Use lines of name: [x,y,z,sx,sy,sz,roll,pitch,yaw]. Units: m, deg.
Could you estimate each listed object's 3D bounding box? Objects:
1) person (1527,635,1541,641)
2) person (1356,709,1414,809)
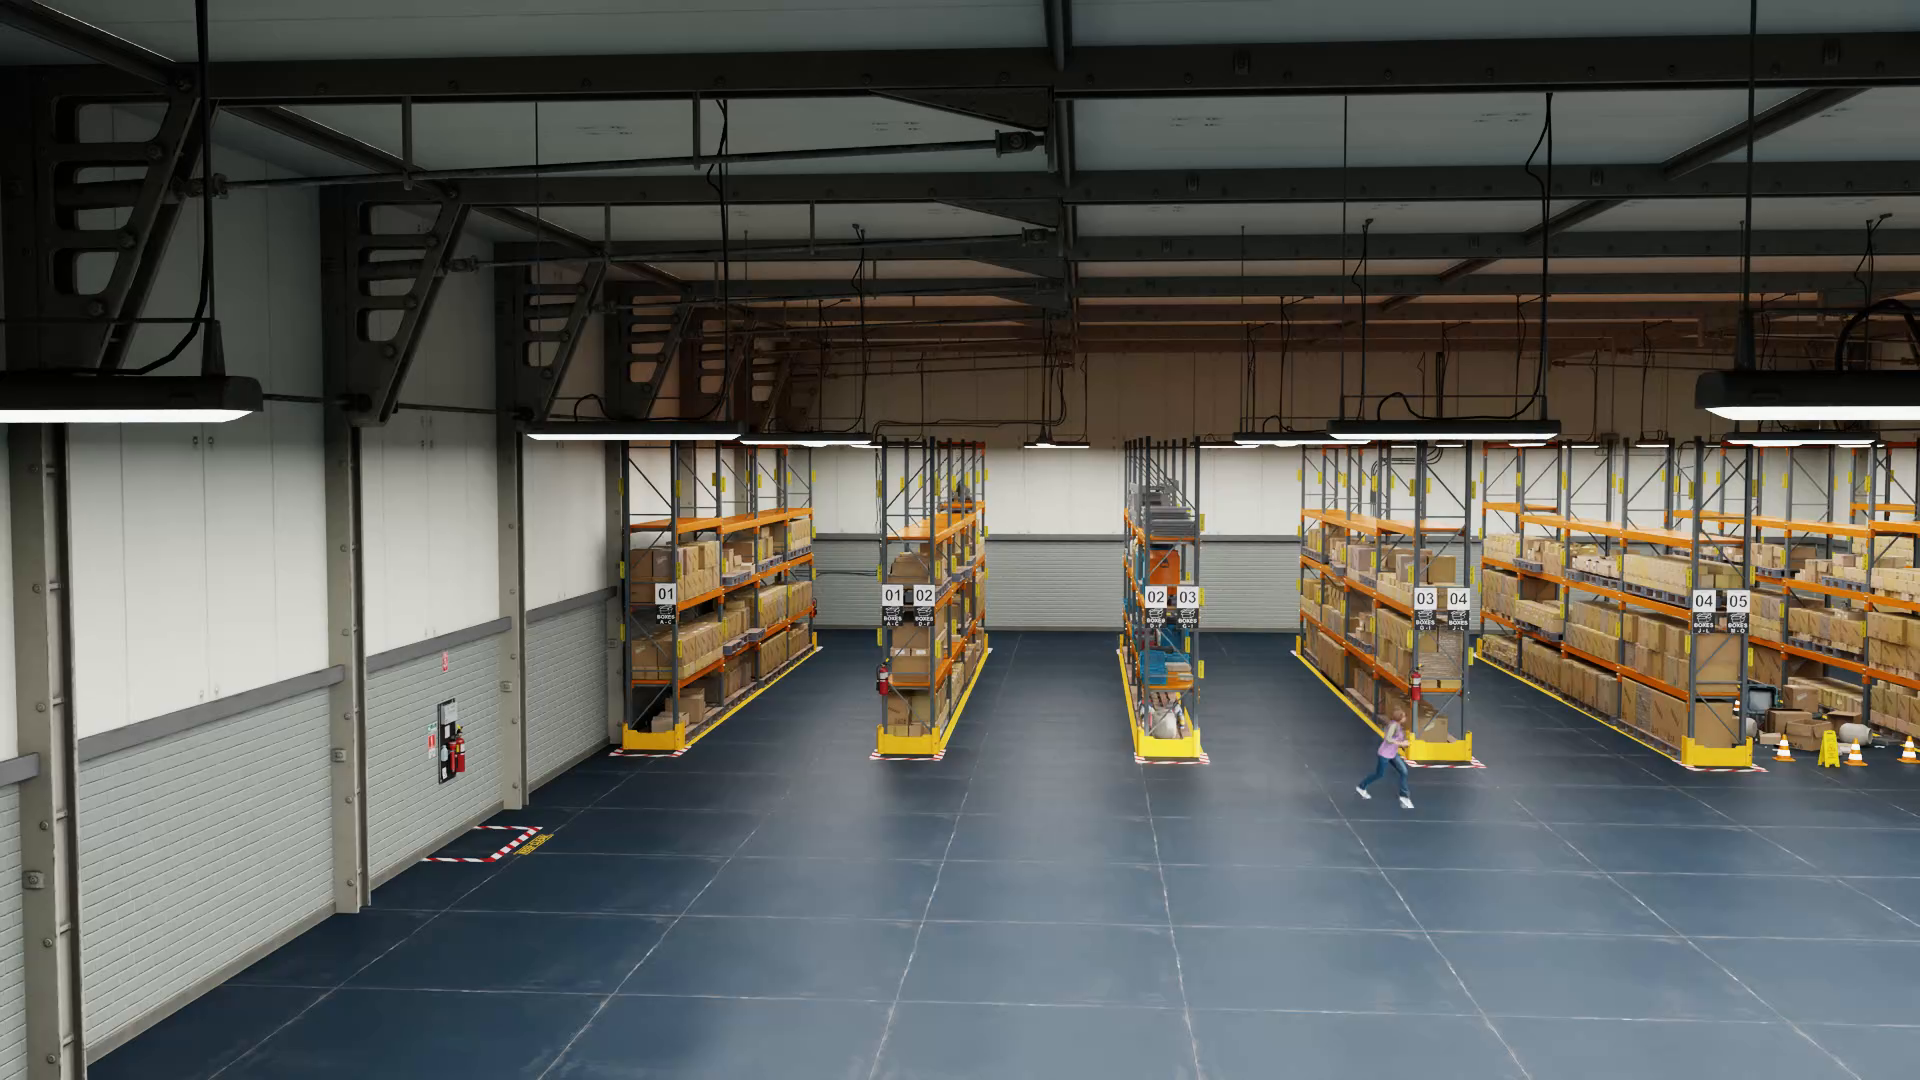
person: [16.183,2.460,46.801,0.594,1.523,0.705,-3,4,-42]
person: [6.853,3.503,26.809,0.951,1.596,0.539,2,4,36]
